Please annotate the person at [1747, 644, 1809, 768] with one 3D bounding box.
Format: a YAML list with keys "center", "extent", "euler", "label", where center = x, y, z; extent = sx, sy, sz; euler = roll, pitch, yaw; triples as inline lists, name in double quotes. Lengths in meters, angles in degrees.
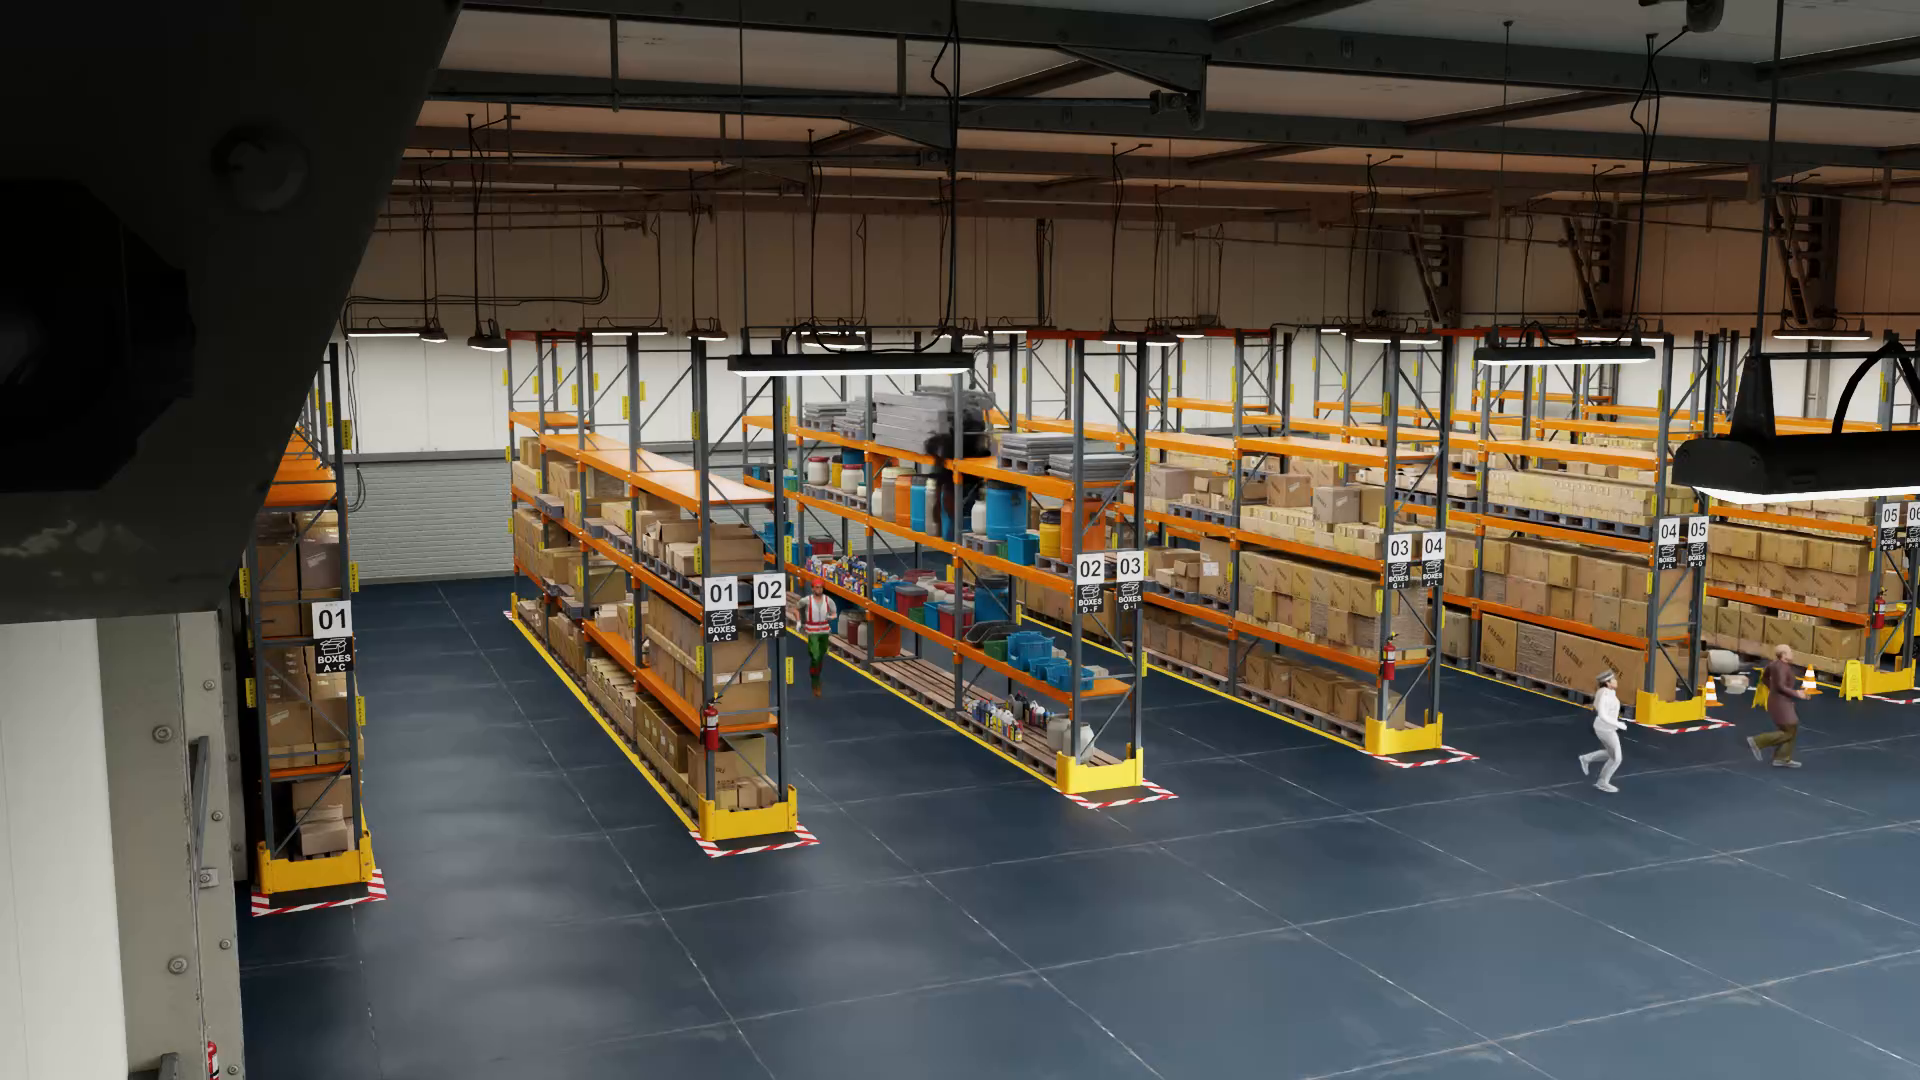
- center: [11.432, 2.312, 23.265]
  extent: [0.750, 1.736, 0.709]
  euler: [2, 8, 14]
  label: "person"

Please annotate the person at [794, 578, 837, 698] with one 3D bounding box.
- center: [-2.280, 1.548, 26.648]
  extent: [0.650, 1.880, 0.745]
  euler: [-4, 9, -25]
  label: "person"

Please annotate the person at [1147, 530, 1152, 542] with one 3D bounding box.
- center: [4.576, -0.128, 41.601]
  extent: [0.556, 1.622, 0.677]
  euler: [0, 8, 0]
  label: "person"

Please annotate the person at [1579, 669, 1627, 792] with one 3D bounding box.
- center: [8.567, 2.525, 22.148]
  extent: [0.554, 1.660, 0.663]
  euler: [2, 8, 16]
  label: "person"
